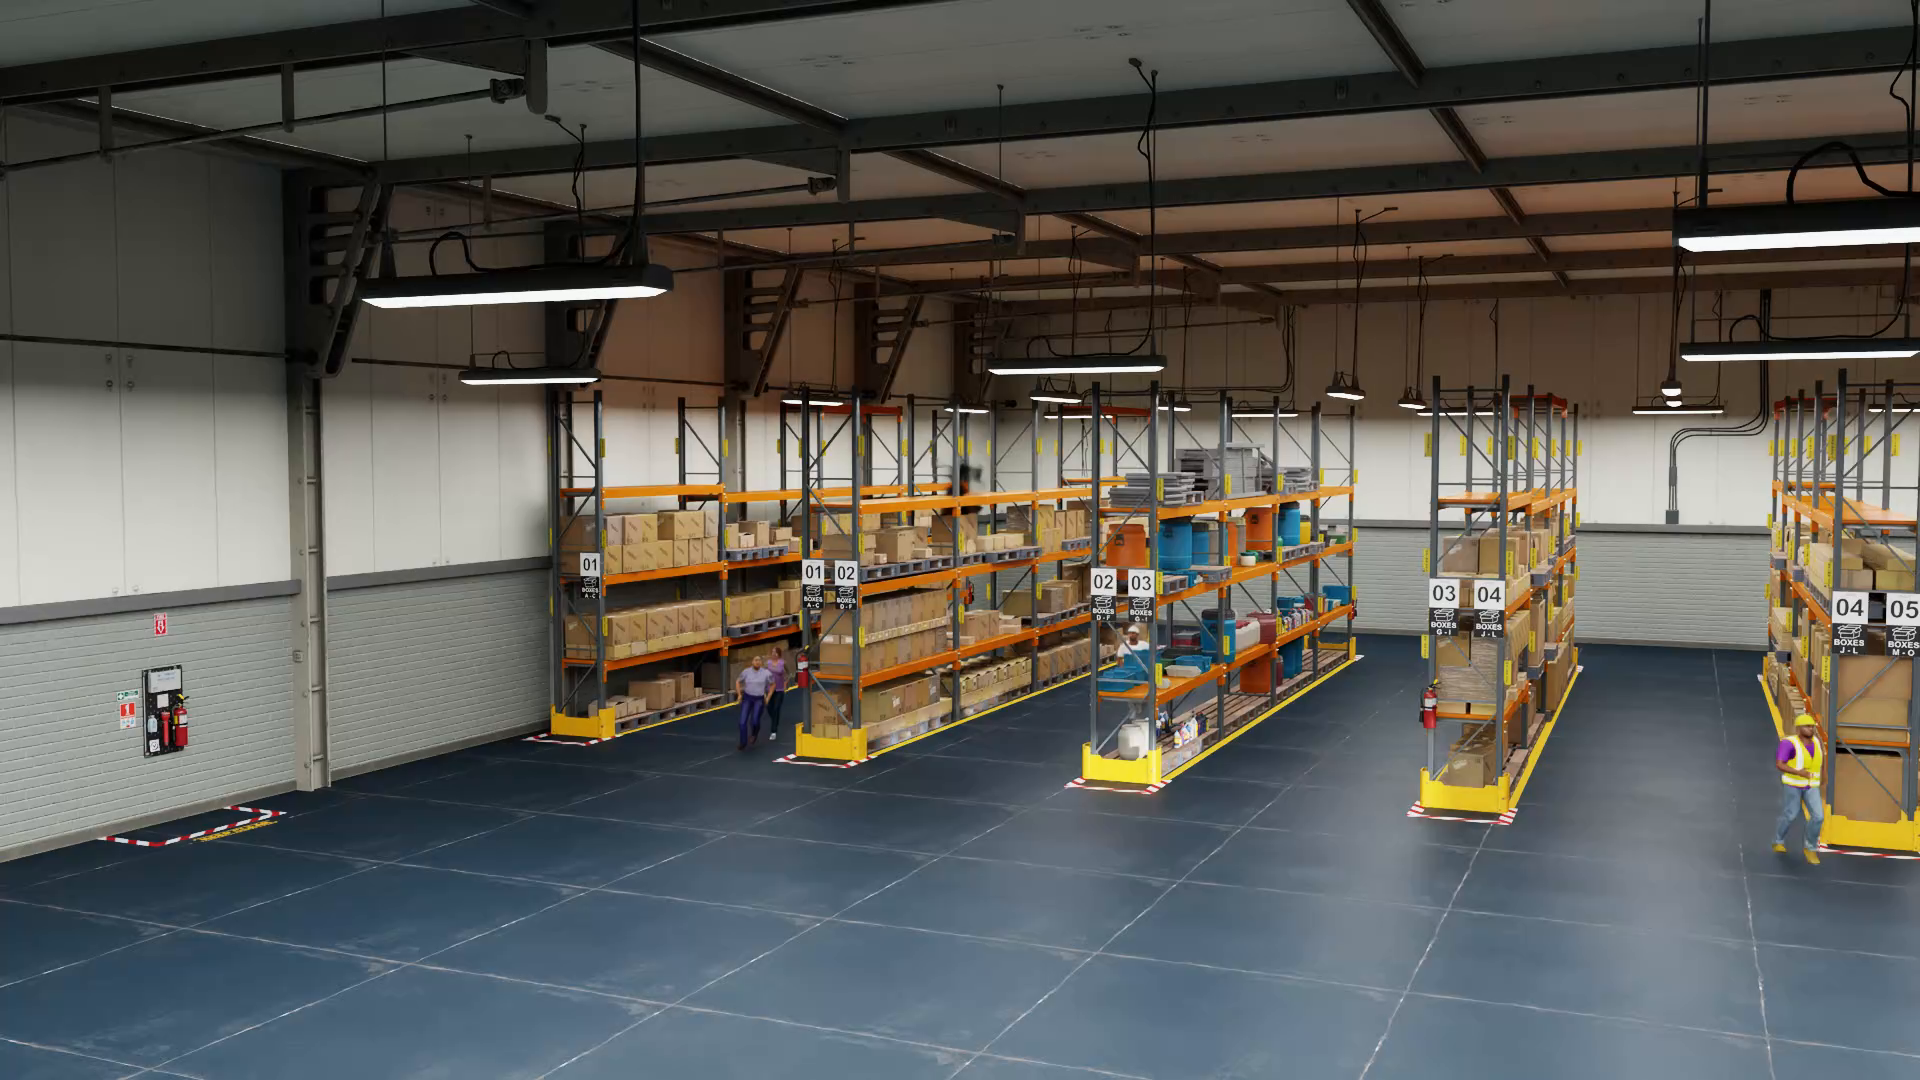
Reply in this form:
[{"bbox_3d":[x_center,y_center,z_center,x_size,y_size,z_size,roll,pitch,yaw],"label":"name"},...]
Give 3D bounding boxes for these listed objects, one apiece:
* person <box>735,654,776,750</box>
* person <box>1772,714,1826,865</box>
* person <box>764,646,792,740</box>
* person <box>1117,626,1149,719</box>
[{"bbox_3d":[-3.419,2.693,27.632,0.663,1.596,0.510,0,3,4],"label":"person"},{"bbox_3d":[10.219,3.021,20.158,0.730,1.838,0.738,0,3,-5],"label":"person"},{"bbox_3d":[-3.183,2.611,28.669,0.541,1.567,0.843,0,3,5],"label":"person"},{"bbox_3d":[3.175,2.441,30.492,0.693,1.724,0.575,1,3,25],"label":"person"}]
